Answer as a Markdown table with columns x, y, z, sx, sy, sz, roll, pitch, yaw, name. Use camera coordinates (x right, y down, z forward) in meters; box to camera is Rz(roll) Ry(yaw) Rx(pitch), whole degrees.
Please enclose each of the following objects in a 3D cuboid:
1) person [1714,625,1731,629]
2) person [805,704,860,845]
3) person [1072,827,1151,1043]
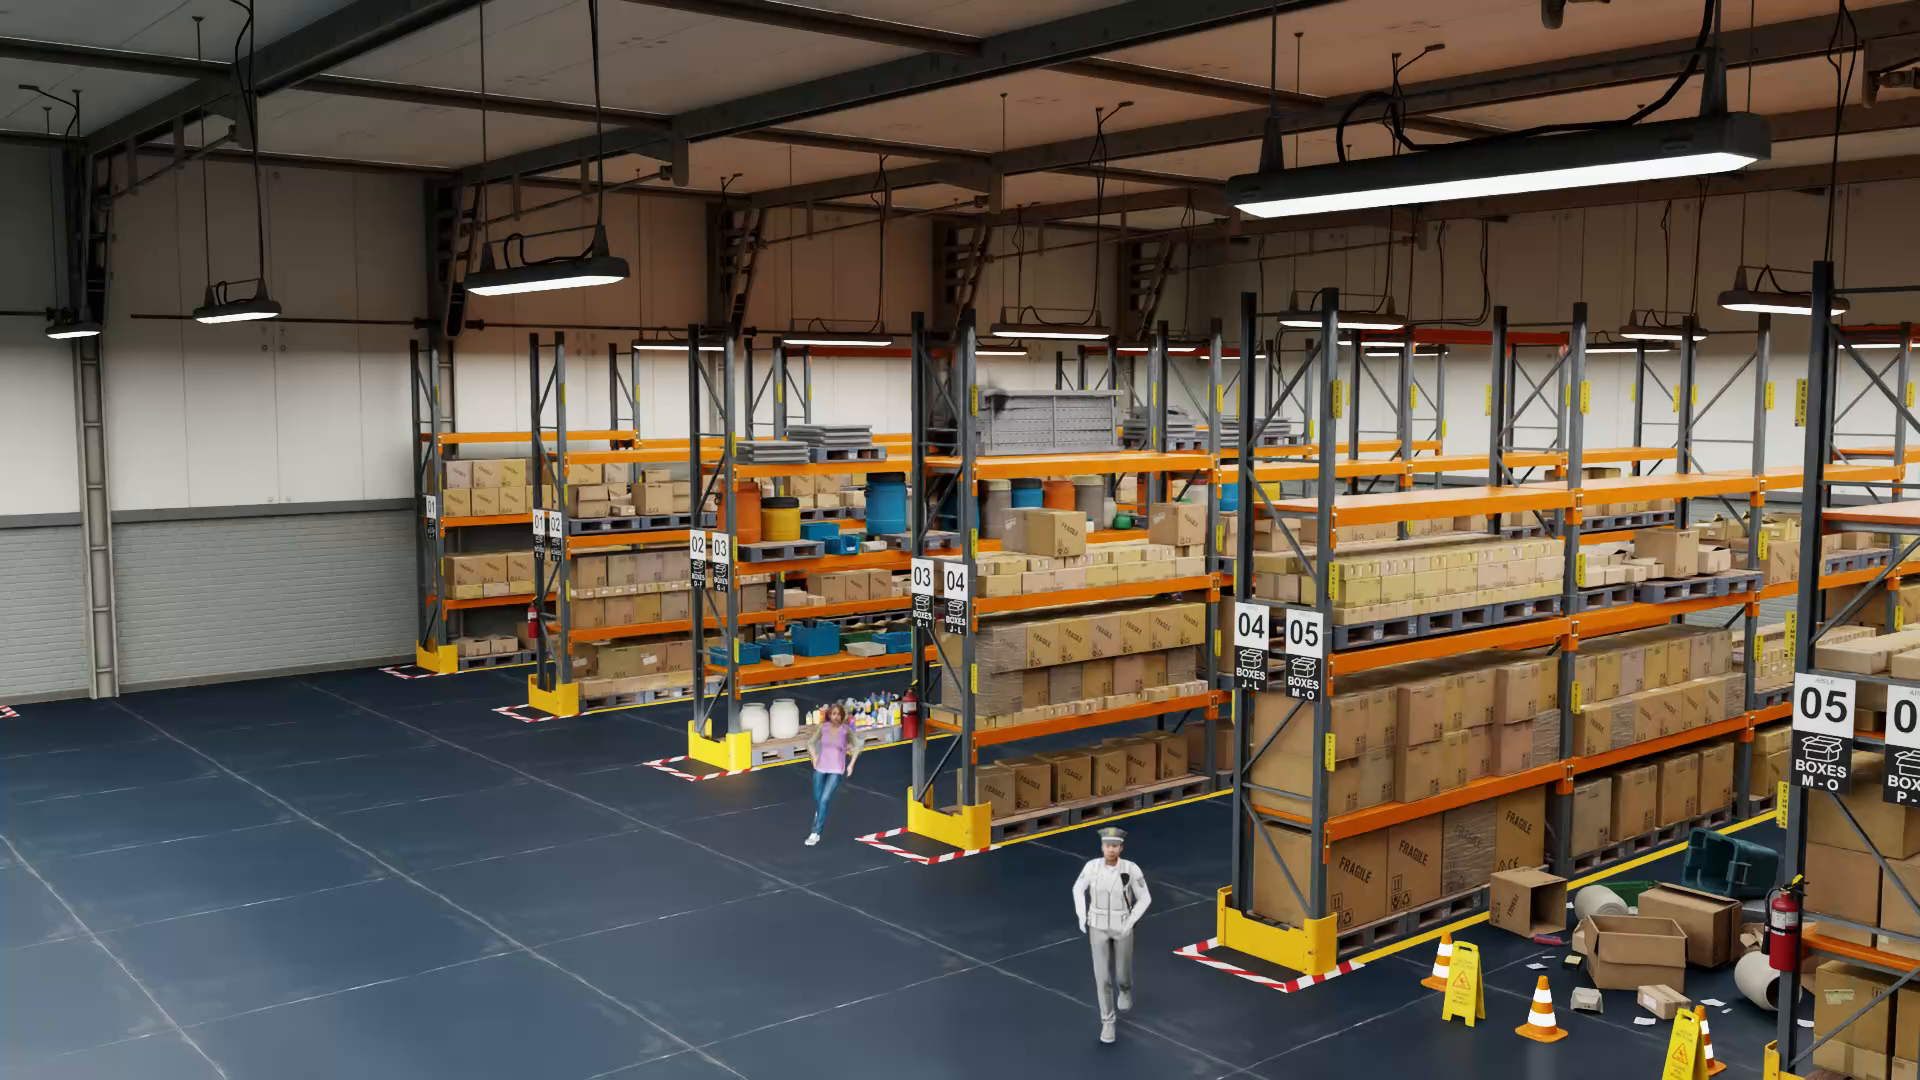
| x | y | z | sx | sy | sz | roll | pitch | yaw | name |
| --- | --- | --- | --- | --- | --- | --- | --- | --- | --- |
| 10.885 | 2.099 | 23.743 | 0.922 | 1.802 | 0.625 | -4 | 7 | -37 | person |
| -1.456 | 2.635 | 18.954 | 0.601 | 1.551 | 0.814 | 1 | 5 | 10 | person |
| 1.209 | 3.102 | 13.337 | 0.640 | 1.669 | 0.696 | 1 | 5 | 11 | person |
